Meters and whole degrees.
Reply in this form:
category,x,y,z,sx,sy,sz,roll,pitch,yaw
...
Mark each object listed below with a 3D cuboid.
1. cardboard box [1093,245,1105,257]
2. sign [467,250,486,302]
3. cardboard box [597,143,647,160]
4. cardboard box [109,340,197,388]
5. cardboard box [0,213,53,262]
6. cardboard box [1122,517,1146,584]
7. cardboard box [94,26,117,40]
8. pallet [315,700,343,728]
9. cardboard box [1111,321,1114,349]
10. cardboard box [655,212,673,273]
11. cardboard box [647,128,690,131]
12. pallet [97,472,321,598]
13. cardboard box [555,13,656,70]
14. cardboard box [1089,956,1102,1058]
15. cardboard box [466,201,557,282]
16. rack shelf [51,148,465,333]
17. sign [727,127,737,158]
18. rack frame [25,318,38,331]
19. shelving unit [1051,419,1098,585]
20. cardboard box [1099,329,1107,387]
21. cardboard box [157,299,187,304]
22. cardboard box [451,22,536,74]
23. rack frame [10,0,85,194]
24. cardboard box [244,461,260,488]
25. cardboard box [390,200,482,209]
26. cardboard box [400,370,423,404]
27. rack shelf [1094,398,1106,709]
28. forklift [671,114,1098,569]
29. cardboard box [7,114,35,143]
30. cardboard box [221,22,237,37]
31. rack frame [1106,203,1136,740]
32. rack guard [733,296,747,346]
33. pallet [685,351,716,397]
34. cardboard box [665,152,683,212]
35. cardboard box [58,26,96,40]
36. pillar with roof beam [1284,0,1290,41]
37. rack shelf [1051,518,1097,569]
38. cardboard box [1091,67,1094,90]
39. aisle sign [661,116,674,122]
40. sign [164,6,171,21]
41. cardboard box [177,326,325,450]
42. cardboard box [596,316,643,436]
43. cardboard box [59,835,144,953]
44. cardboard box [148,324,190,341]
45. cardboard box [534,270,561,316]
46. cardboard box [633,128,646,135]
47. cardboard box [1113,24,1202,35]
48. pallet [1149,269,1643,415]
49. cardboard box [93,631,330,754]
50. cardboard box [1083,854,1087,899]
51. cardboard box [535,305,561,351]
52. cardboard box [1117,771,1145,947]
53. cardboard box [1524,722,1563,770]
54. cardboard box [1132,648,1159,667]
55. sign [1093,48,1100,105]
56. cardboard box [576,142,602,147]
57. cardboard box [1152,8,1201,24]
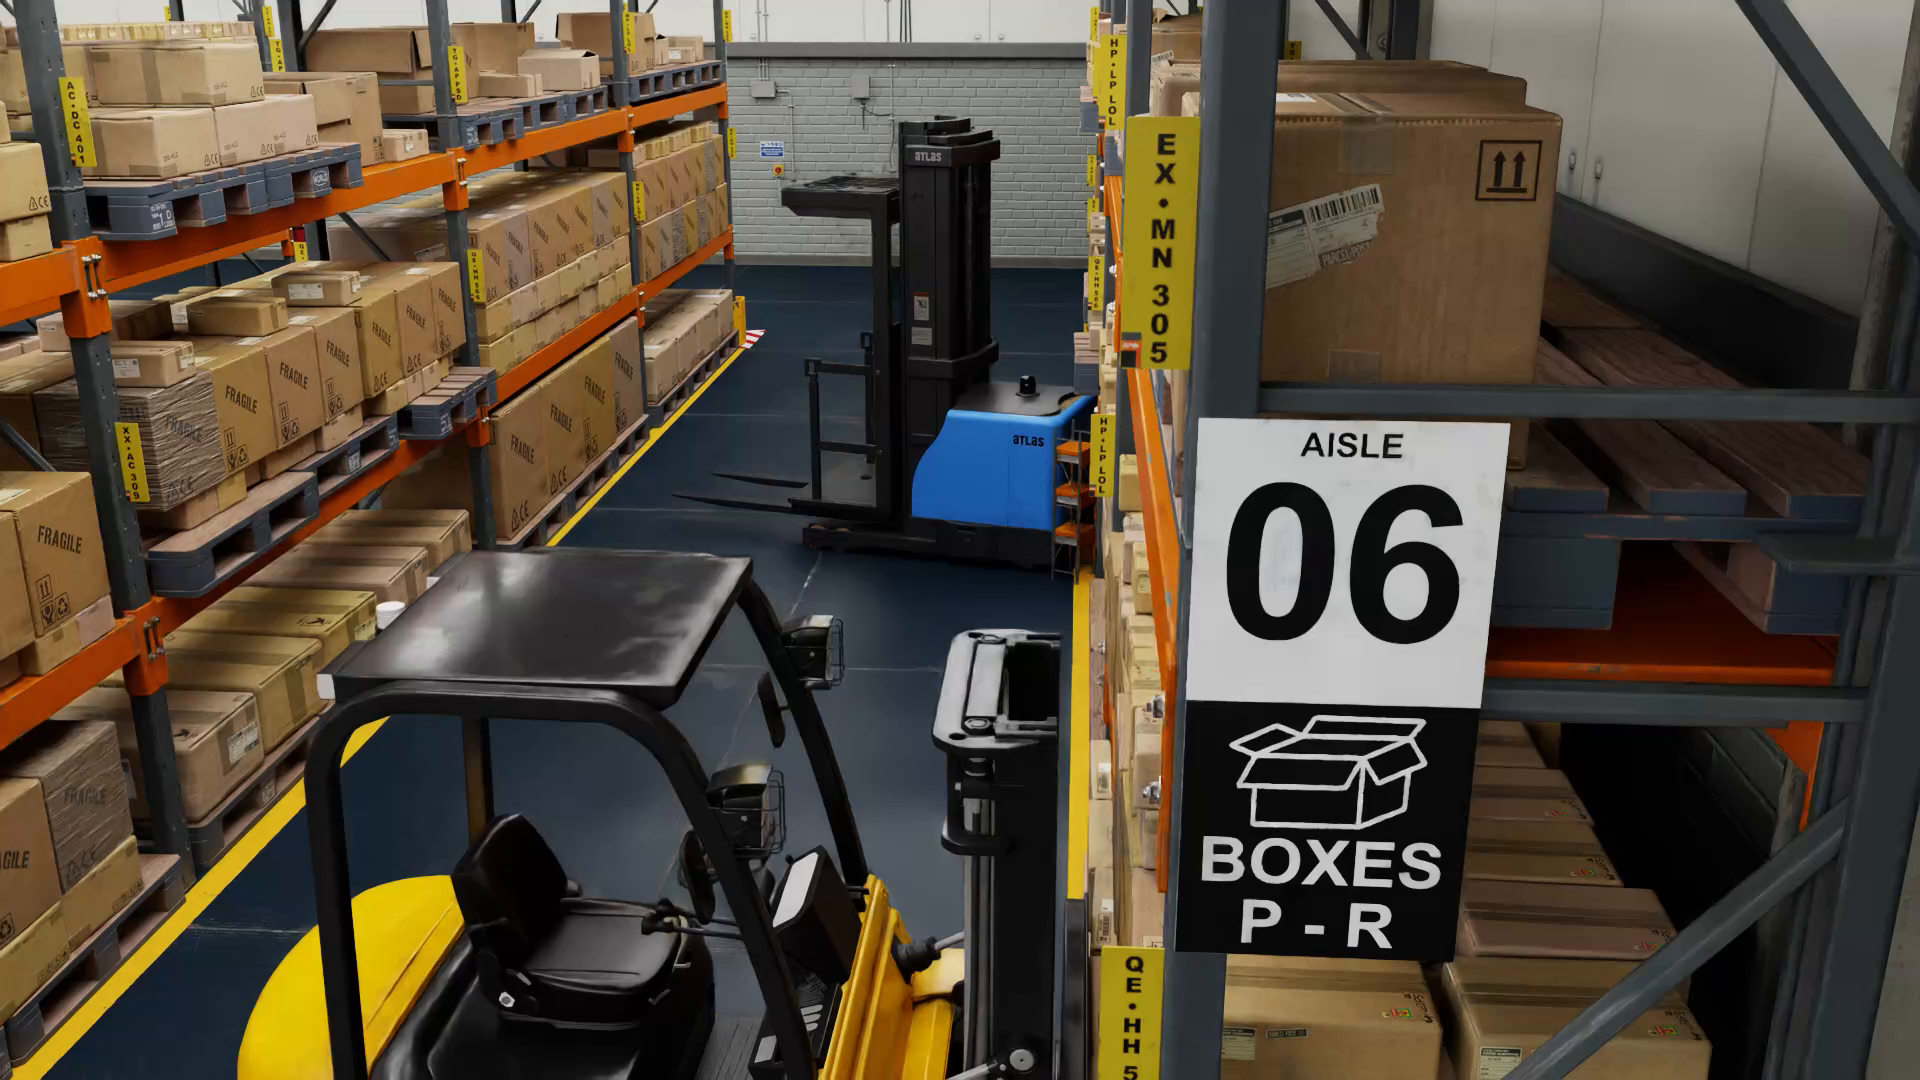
category,x,y,z,sx,sy,sz,roll,pitch,yaw
cardboard box,1.309,-1.801,11.763,0.797,0.503,0.637,1,18,3
sign,-3.033,-1.655,10.424,0.100,0.325,0.005,1,18,4
cardboard box,-3.028,-3.477,14.909,0.380,0.149,0.250,1,18,3
cardboard box,-3.476,-0.744,7.022,0.380,0.149,0.250,1,18,4
cardboard box,-3.580,-1.110,6.080,0.380,0.149,0.250,1,18,4
cardboard box,0.712,0.036,5.315,0.380,0.149,0.250,2,18,5
cardboard box,-7.892,-4.582,15.069,0.380,0.149,0.250,1,18,2
pallet,-3.723,0.794,9.160,1.003,0.211,1.213,1,18,4
cardboard box,1.049,-1.142,9.388,0.380,0.149,0.250,2,18,5
cardboard box,-2.954,-2.737,15.299,0.500,0.500,0.500,1,18,4
cardboard box,-2.905,-4.033,16.605,0.380,0.149,0.250,1,18,3
pallet,-3.662,-0.052,7.573,1.003,0.211,1.213,1,18,4
cardboard box,-3.224,-4.535,15.127,0.797,0.503,0.637,3,18,8
cardboard box,0.625,1.452,4.810,0.500,0.250,0.500,1,18,3
cardboard box,-3.218,-2.136,11.859,0.500,0.500,0.500,2,18,5
rack shelf,-3.719,-1.614,8.369,1.077,0.370,4.000,1,18,4
sign,-2.461,-4.282,17.935,0.100,0.325,0.005,1,18,4
rack frame,-8.233,-2.473,14.652,1.000,3.000,0.127,1,18,4
shelving unit,0.762,-0.251,11.001,0.215,1.050,0.252,11,21,30
cardboard box,1.076,-1.076,9.828,0.500,0.250,0.500,1,18,4
cardboard box,-8.304,-2.445,17.516,0.380,0.149,0.250,0,18,1
cardboard box,-3.641,-3.799,13.047,0.500,0.500,0.500,1,18,3
rack frame,-3.862,-2.760,5.894,1.000,3.000,0.127,1,18,4
cardboard box,-3.537,-0.321,7.814,0.380,0.149,0.250,2,18,7
cardboard box,-3.728,-2.154,11.913,0.500,0.500,0.500,1,18,4
cardboard box,-3.310,-0.882,9.528,0.380,0.149,0.250,0,18,1
rack shelf,1.233,-0.079,8.501,1.077,0.370,4.000,1,18,4
forklift,-0.587,-1.457,11.664,3.031,2.935,1.130,6,19,18
cardboard box,-3.965,-1.647,6.883,0.500,0.250,0.500,1,18,3
cardboard box,-7.771,-5.312,17.296,0.380,0.149,0.250,2,18,5
rack frame,1.089,0.201,6.494,1.000,3.000,0.127,1,18,4
rack guard,-3.000,-2.456,18.614,1.175,0.500,0.348,1,18,4
pallet,-3.071,-1.683,16.720,1.003,0.211,1.213,1,18,4
cardboard box,-2.922,-3.374,15.638,0.500,0.500,0.500,2,18,5
cardboard box,-7.956,-4.502,14.825,0.380,0.149,0.250,1,18,3
pillar with roof beam,-1.682,-5.427,14.034,9.100,9.000,0.400,1,18,4
rack shelf,0.762,0.024,11.091,0.215,0.259,0.240,11,21,30
cardboard box,1.147,-3.357,12.103,0.380,0.149,0.250,2,18,5
aisle sign,-3.286,-4.900,17.885,0.394,0.787,0.004,1,18,4
sign,-8.488,-5.568,17.877,0.100,0.325,0.005,1,18,4
cardboard box,-3.458,-0.746,8.068,0.500,0.500,0.500,1,18,4
cardboard box,-3.253,-1.389,14.083,0.875,0.875,0.875,2,18,6
cardboard box,-3.636,1.388,6.612,0.500,0.250,0.500,2,18,6
cardboard box,-3.980,-0.760,8.113,0.500,0.500,0.500,2,18,6
cardboard box,-3.206,-1.785,11.990,0.500,0.250,0.500,1,18,4
cardboard box,-3.351,-4.037,16.617,0.380,0.149,0.250,1,18,4
cardboard box,1.081,-2.542,9.051,0.500,0.500,0.500,1,18,4
pallet,0.964,-0.539,4.077,1.003,0.211,1.213,1,18,4
cardboard box,-3.779,0.754,8.351,0.950,0.372,0.625,2,18,7
cardboard box,0.724,1.451,6.420,0.500,0.250,0.500,1,18,4
cardboard box,-3.227,-1.549,12.074,0.500,0.250,0.500,2,18,6
cardboard box,0.659,0.917,4.148,0.500,0.500,0.500,1,18,3
cardboard box,1.241,0.445,4.067,0.380,0.149,0.250,1,18,3
cardboard box,0.673,0.418,4.629,0.380,0.149,0.250,1,18,3
sign,0.835,-2.726,9.776,0.100,0.325,0.005,1,18,4
cardboard box,-3.429,-3.484,14.930,0.380,0.149,0.250,1,18,4
cardboard box,1.709,-4.079,13.162,0.396,0.266,0.258,1,18,3
